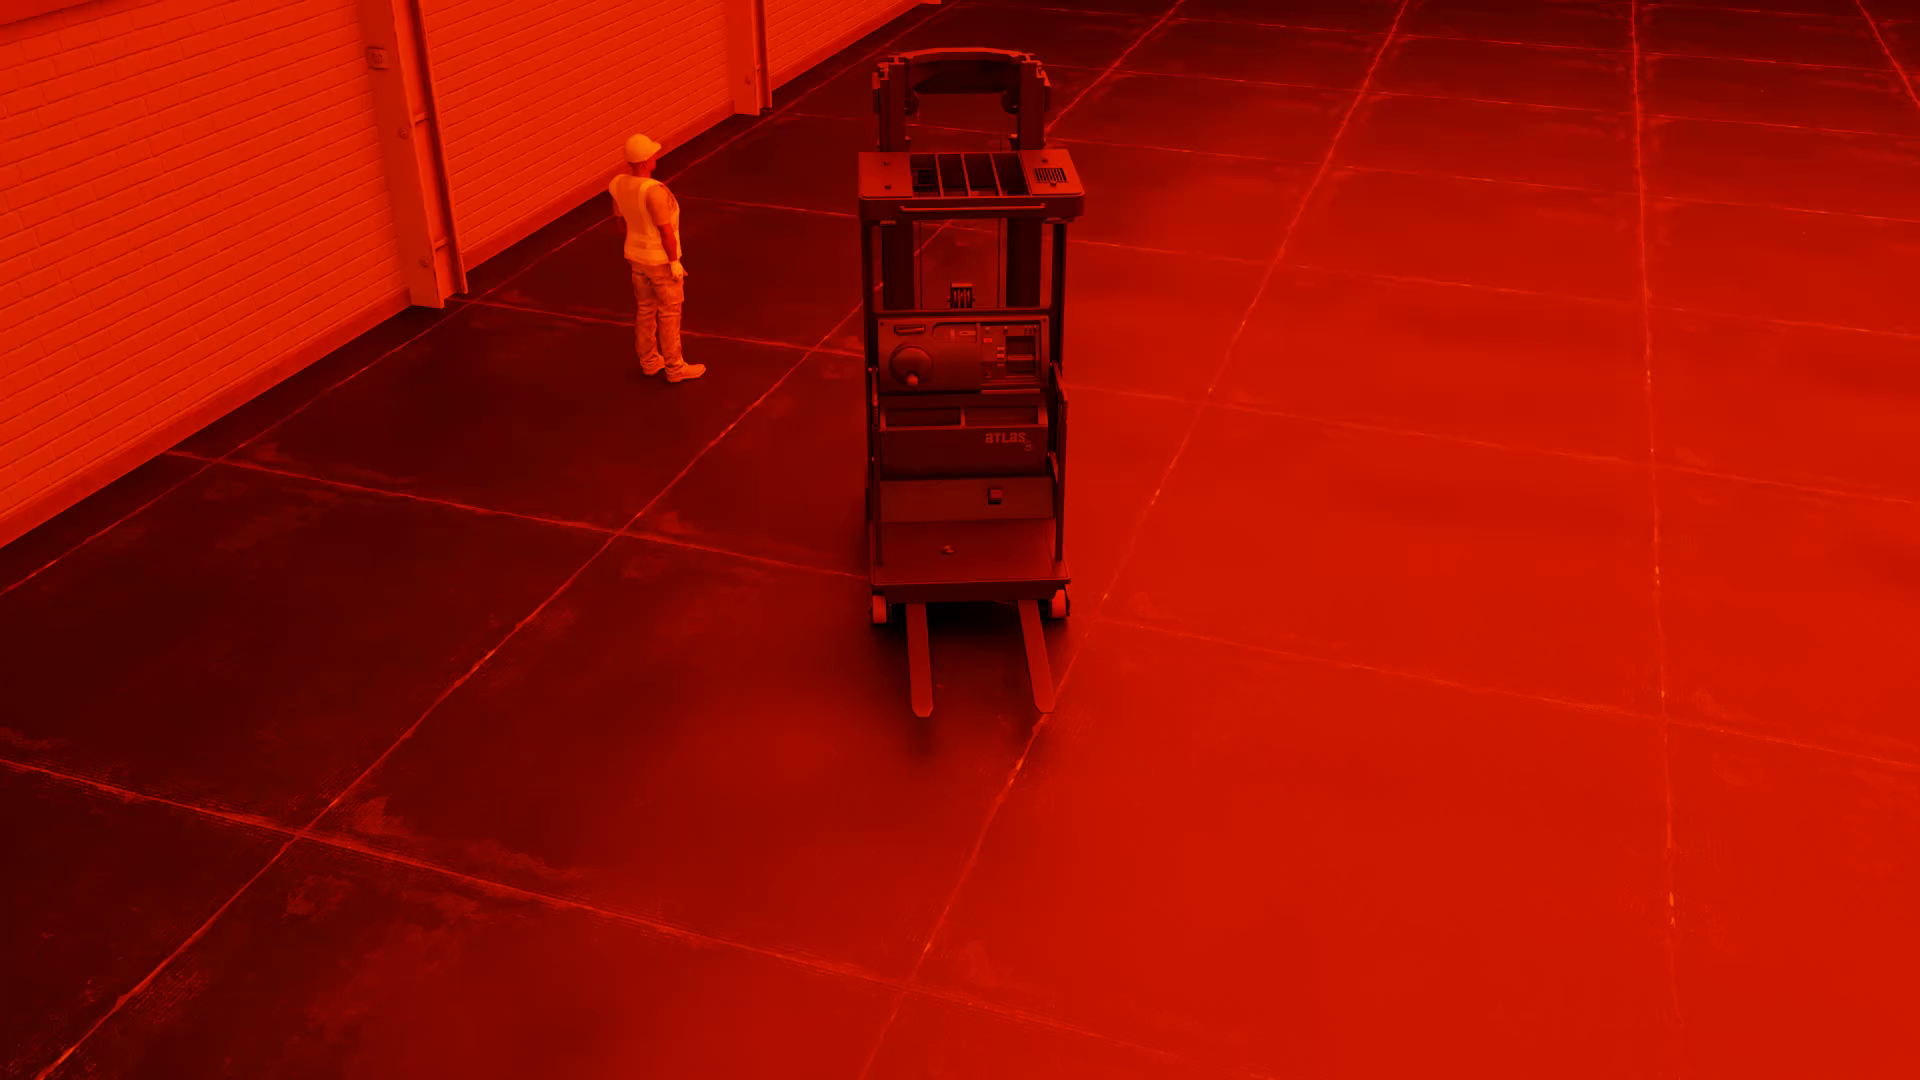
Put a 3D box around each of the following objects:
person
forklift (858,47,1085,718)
[{"bbox_3d":[-2.160,-2.005,11.811,0.542,1.789,0.387,22,36,33],"label":"person"},{"bbox_3d":[0.035,-0.972,8.842,1.130,2.935,3.031,-2,30,-3],"label":"forklift"}]
